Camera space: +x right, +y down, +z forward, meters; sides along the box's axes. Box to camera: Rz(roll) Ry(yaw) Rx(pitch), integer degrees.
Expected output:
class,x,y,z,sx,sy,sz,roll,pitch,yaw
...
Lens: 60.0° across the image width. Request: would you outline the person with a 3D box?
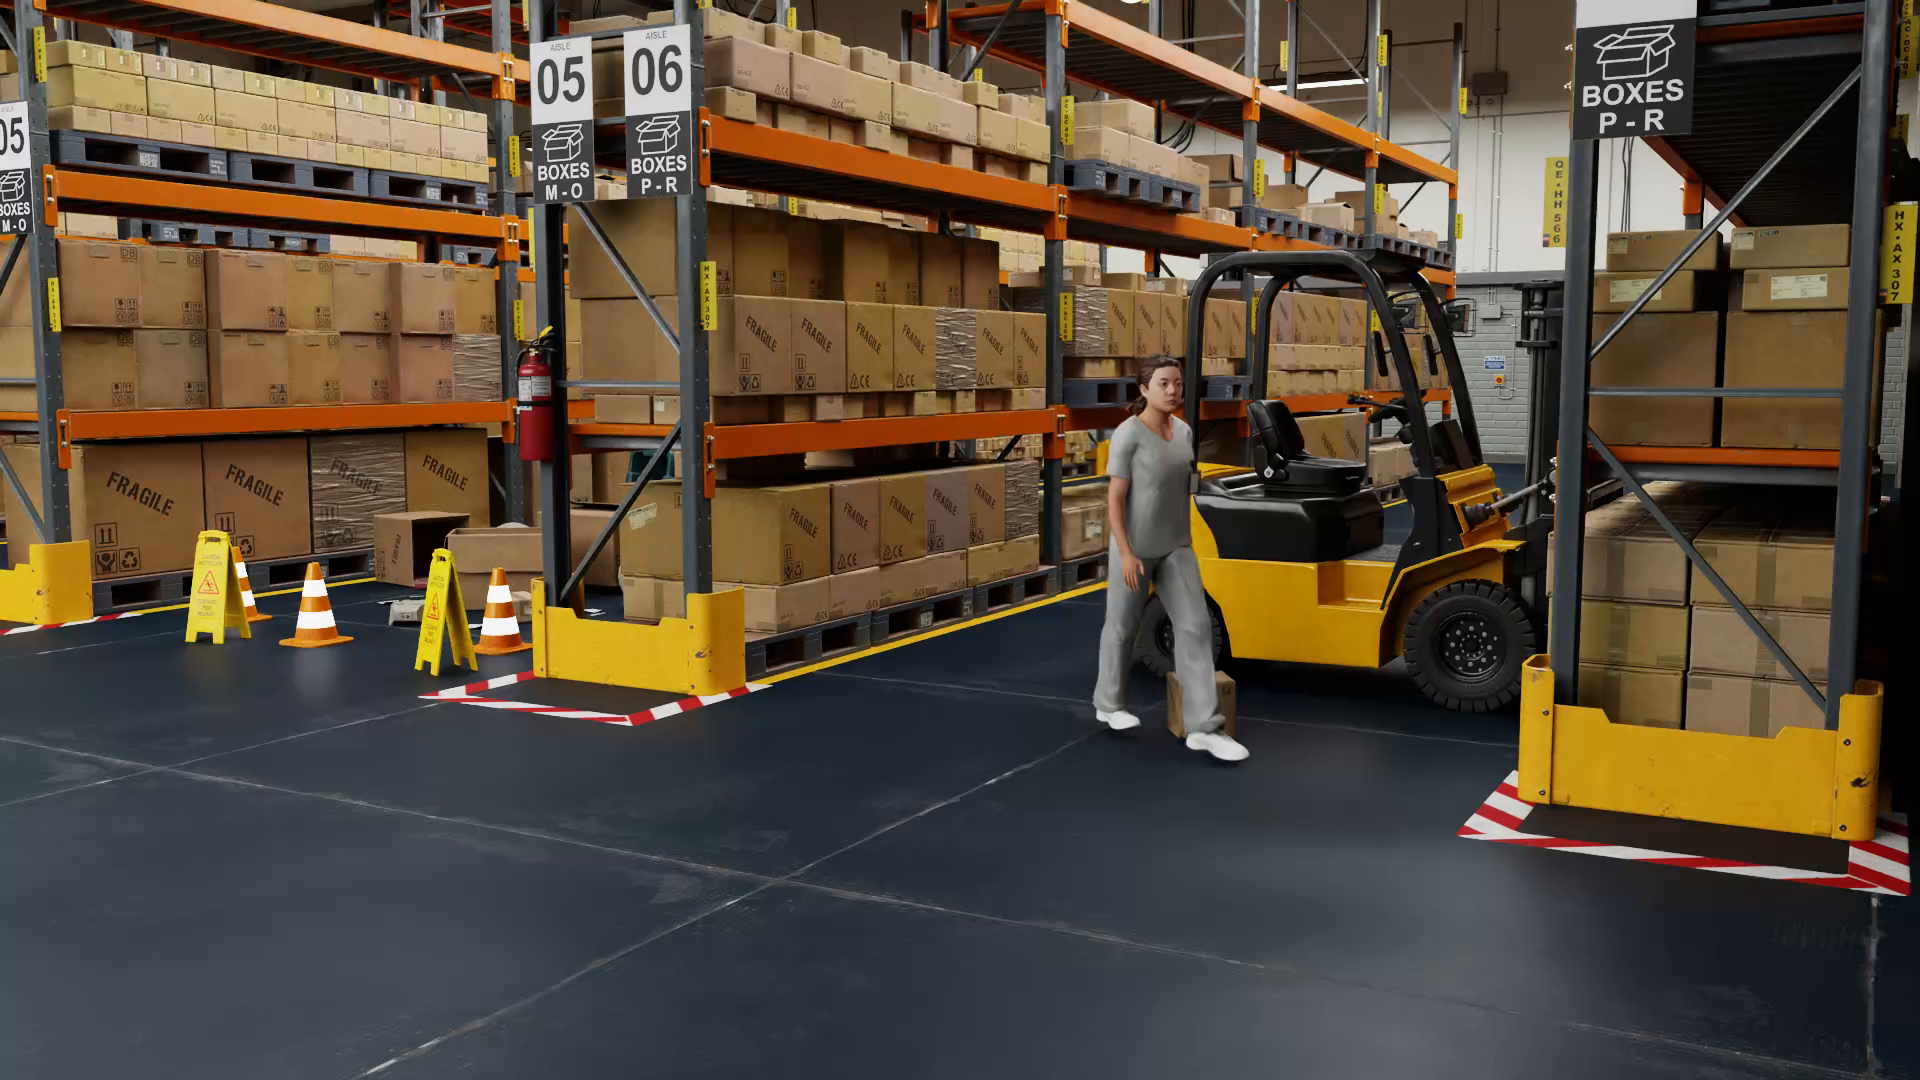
class,x,y,z,sx,sy,sz,roll,pitch,yaw
person,0.789,0.003,6.936,0.469,1.551,0.804,-3,7,-24
